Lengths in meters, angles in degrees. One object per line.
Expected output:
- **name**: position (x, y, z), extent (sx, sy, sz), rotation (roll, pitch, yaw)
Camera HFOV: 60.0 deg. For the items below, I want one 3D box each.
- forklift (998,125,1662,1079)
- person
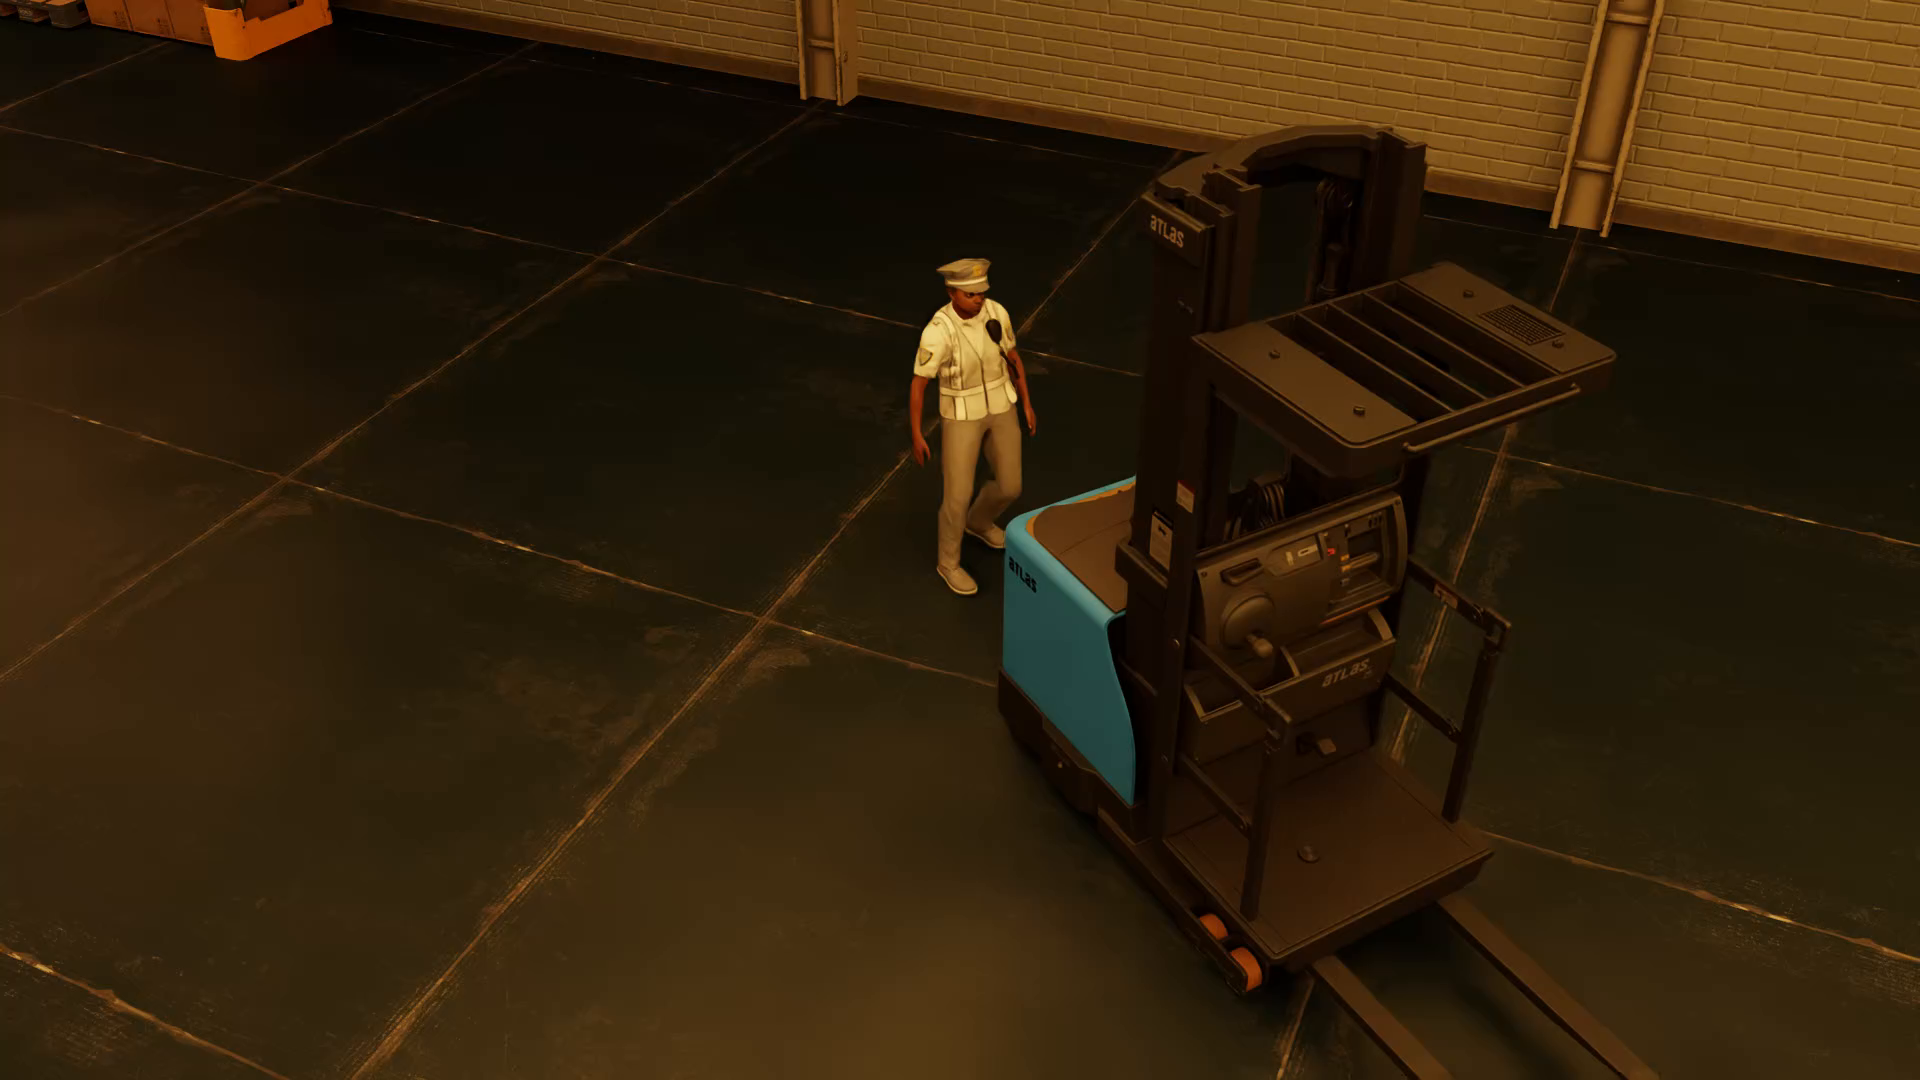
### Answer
- **forklift**: position (1.344, 0.194, 5.815), extent (1.130, 2.935, 3.031), rotation (-19, 40, -24)
- **person**: position (0.063, -0.564, 7.998), extent (0.643, 1.629, 0.587), rotation (-14, 38, -19)
